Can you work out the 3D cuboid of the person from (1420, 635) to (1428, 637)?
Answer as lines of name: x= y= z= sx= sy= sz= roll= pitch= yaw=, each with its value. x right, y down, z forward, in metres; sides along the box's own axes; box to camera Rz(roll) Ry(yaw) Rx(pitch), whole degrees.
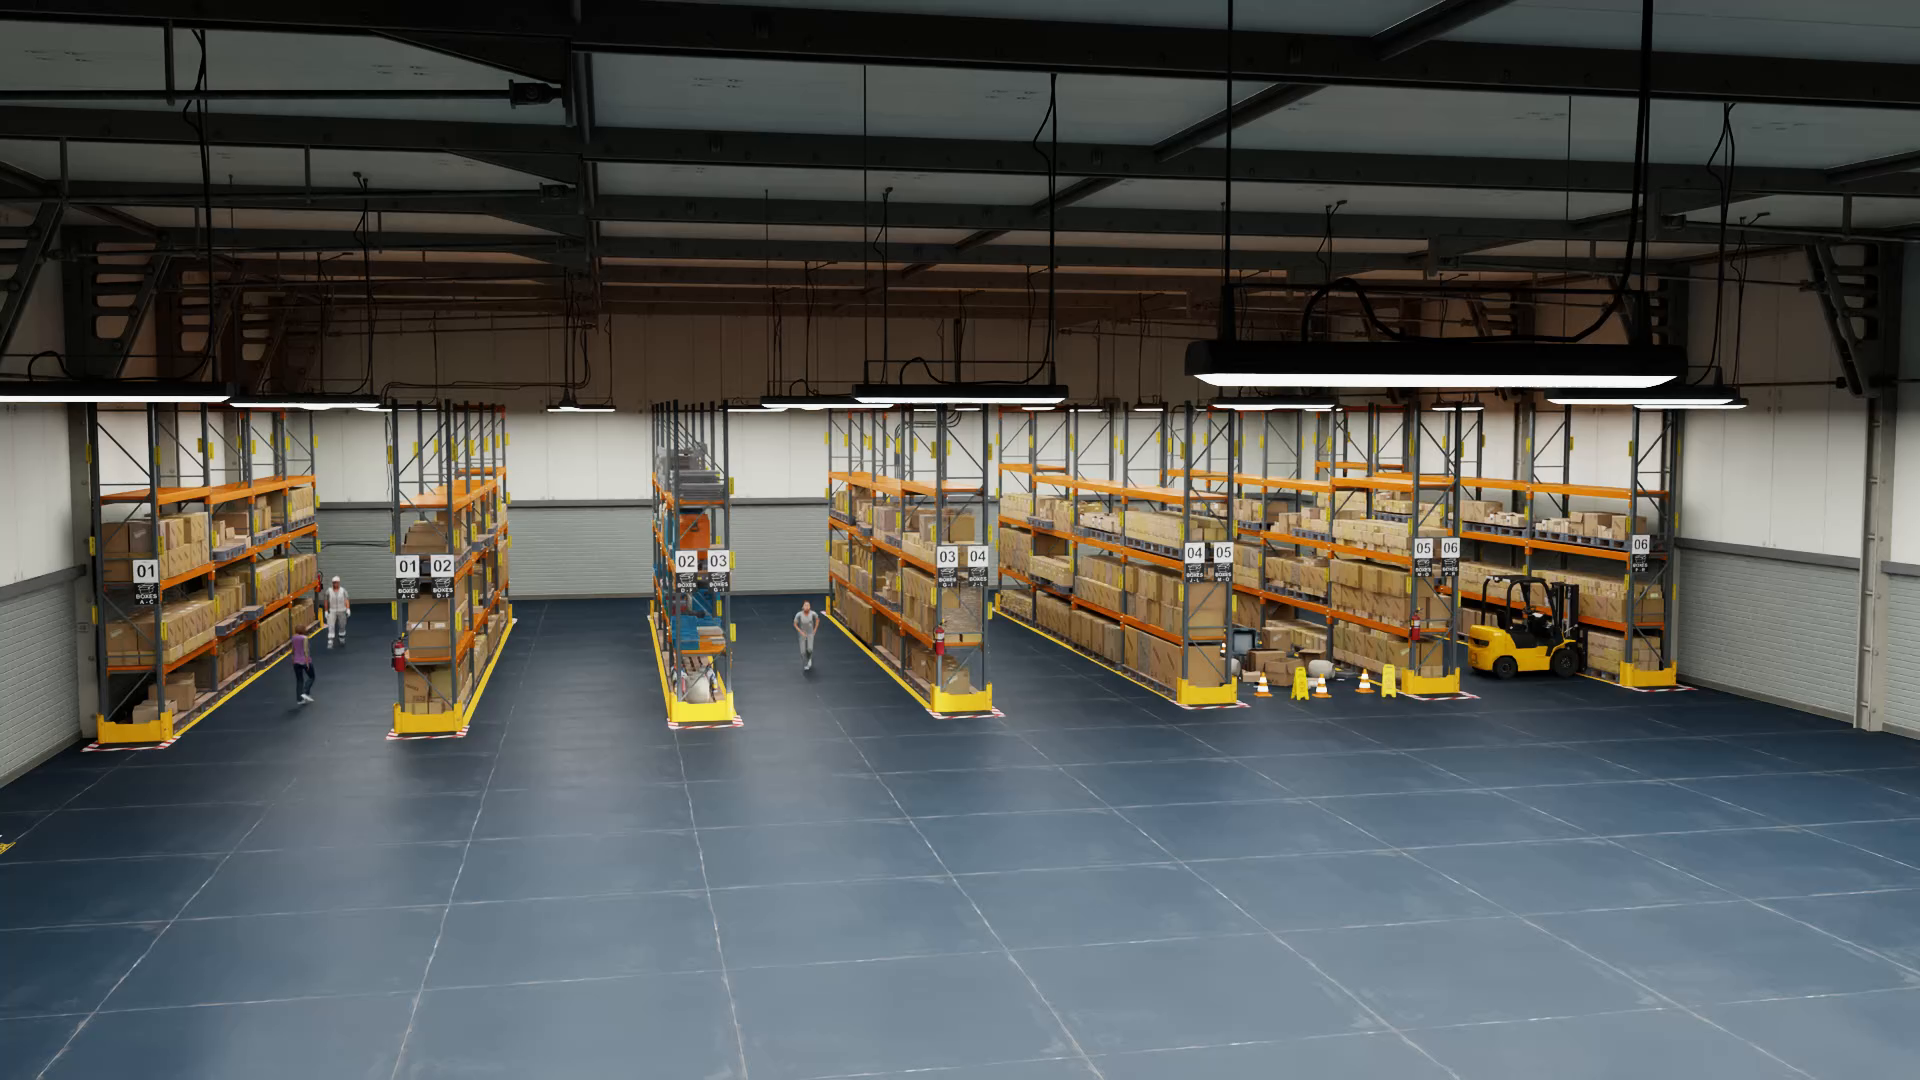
person: x=10.641 y=1.974 z=38.228 sx=0.659 sy=1.760 sz=0.658 roll=-3 pitch=5 yaw=-35

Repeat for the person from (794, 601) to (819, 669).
person: x=-3.432 y=2.128 z=37.245 sx=0.561 sy=1.584 sz=0.707 roll=0 pitch=4 yaw=-3

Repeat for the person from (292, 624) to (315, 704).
person: x=-12.993 y=2.450 z=32.807 sx=0.443 sy=1.567 sz=0.431 roll=0 pitch=4 yaw=2

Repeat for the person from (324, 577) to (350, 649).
person: x=-15.261 y=1.756 z=40.740 sx=0.619 sy=1.715 sz=1.070 roll=-1 pitch=4 yaw=-16
